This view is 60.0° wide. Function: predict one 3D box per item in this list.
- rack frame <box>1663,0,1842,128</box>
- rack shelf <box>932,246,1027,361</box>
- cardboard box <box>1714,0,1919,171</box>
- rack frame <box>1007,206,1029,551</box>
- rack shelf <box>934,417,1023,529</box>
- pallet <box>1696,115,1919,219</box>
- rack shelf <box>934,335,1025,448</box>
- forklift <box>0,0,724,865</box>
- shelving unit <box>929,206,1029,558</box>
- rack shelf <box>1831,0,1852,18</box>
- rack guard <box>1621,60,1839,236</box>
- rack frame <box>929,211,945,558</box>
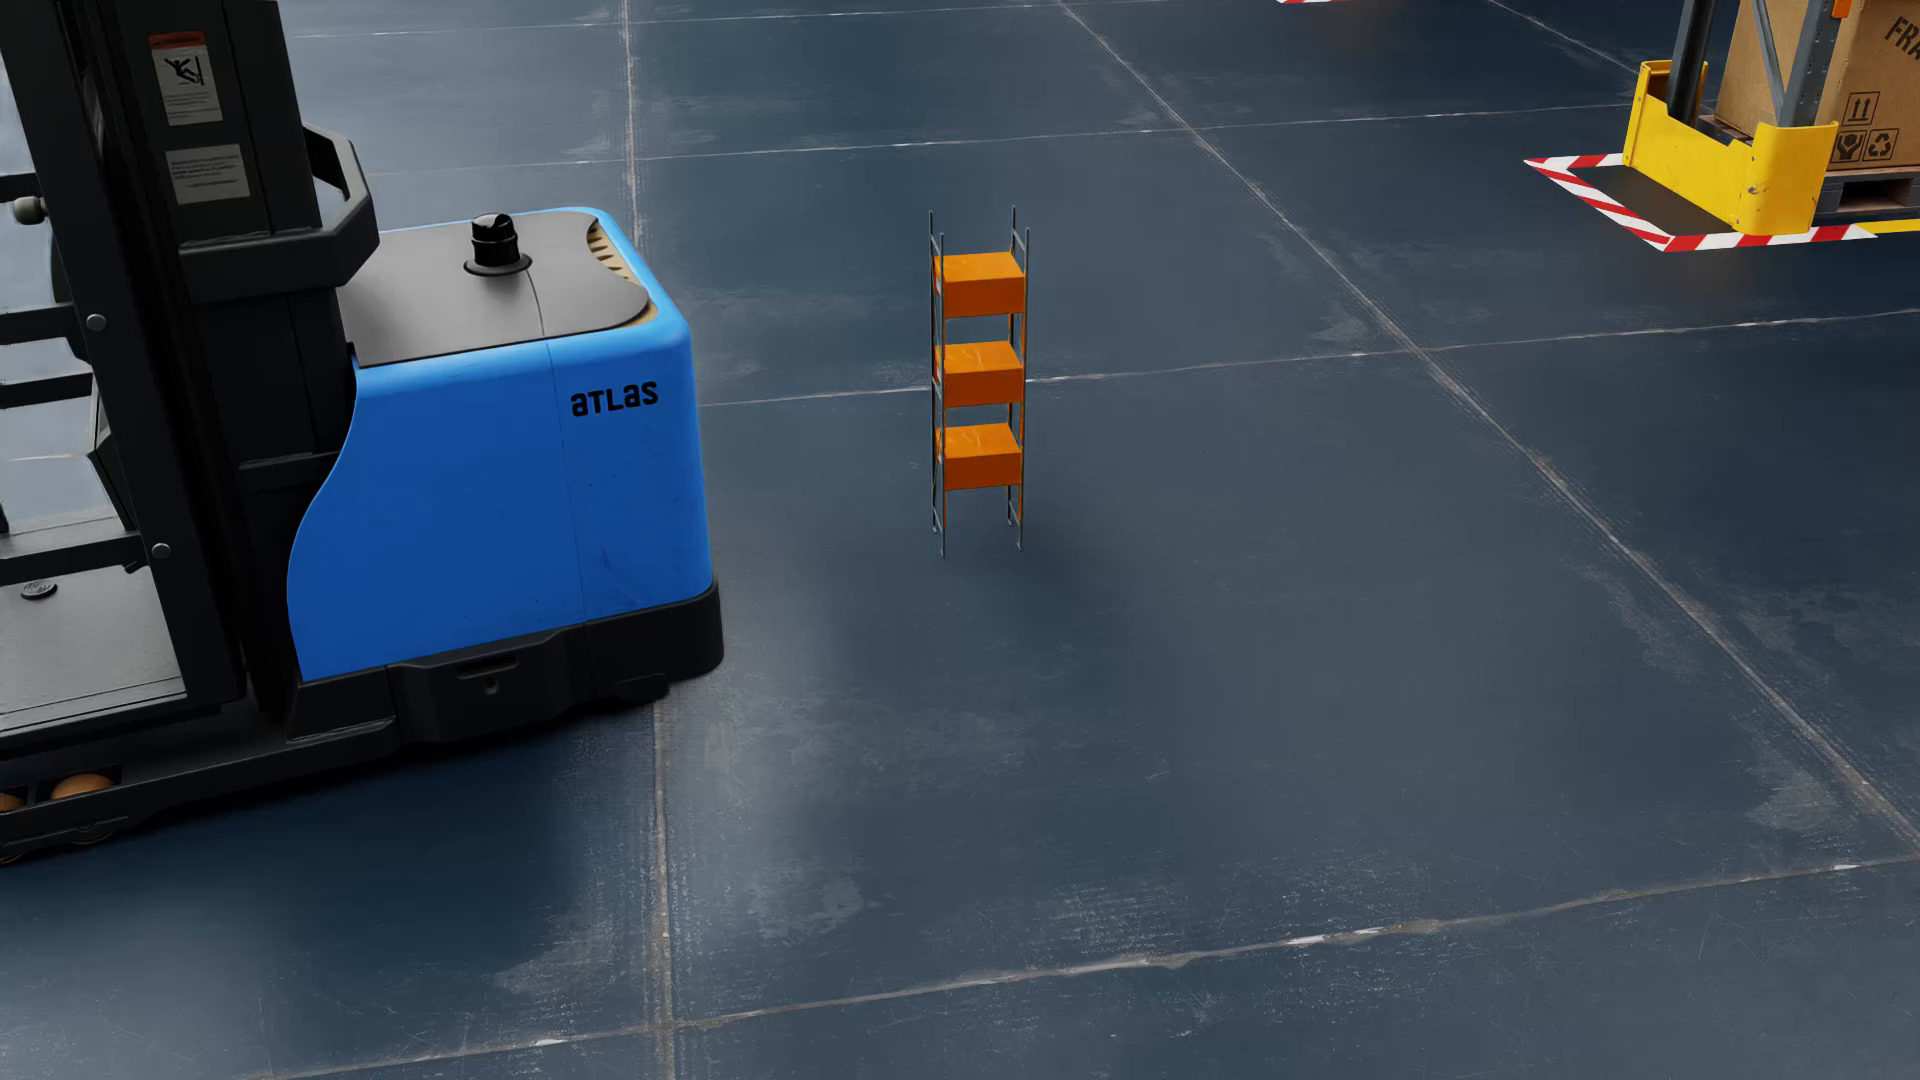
[{"bbox_3d":[3.691,-2.987,7.371,0.127,3.000,1.000,-5,31,-9],"label":"rack frame"},{"bbox_3d":[0.053,-0.693,4.854,0.240,0.259,0.215,-5,31,-9],"label":"rack shelf"},{"bbox_3d":[4.346,-2.347,7.964,0.875,0.875,0.875,-5,31,-9],"label":"cardboard box"},{"bbox_3d":[0.173,-0.469,5.011,0.008,1.050,0.200,-5,31,-9],"label":"rack frame"},{"bbox_3d":[0.053,-0.209,5.138,0.240,0.259,0.215,-5,31,-9],"label":"rack shelf"},{"bbox_3d":[4.464,-1.897,8.268,1.213,0.211,1.003,-5,31,-9],"label":"pallet"},{"bbox_3d":[0.053,-0.448,4.998,0.240,0.259,0.215,-5,31,-9],"label":"rack shelf"},{"bbox_3d":[-2.214,-0.798,3.715,3.031,2.935,1.130,-12,33,-20],"label":"forklift"},{"bbox_3d":[0.053,-0.457,4.992,0.252,1.050,0.215,-5,31,-9],"label":"shelving unit"},{"bbox_3d":[5.659,-2.860,7.864,4.000,0.370,1.077,-5,31,-9],"label":"rack shelf"},{"bbox_3d":[3.668,-1.907,8.001,0.348,0.500,1.175,-5,31,-9],"label":"rack guard"},{"bbox_3d":[-0.067,-0.446,4.973,0.008,1.050,0.200,-5,31,-9],"label":"rack frame"}]
